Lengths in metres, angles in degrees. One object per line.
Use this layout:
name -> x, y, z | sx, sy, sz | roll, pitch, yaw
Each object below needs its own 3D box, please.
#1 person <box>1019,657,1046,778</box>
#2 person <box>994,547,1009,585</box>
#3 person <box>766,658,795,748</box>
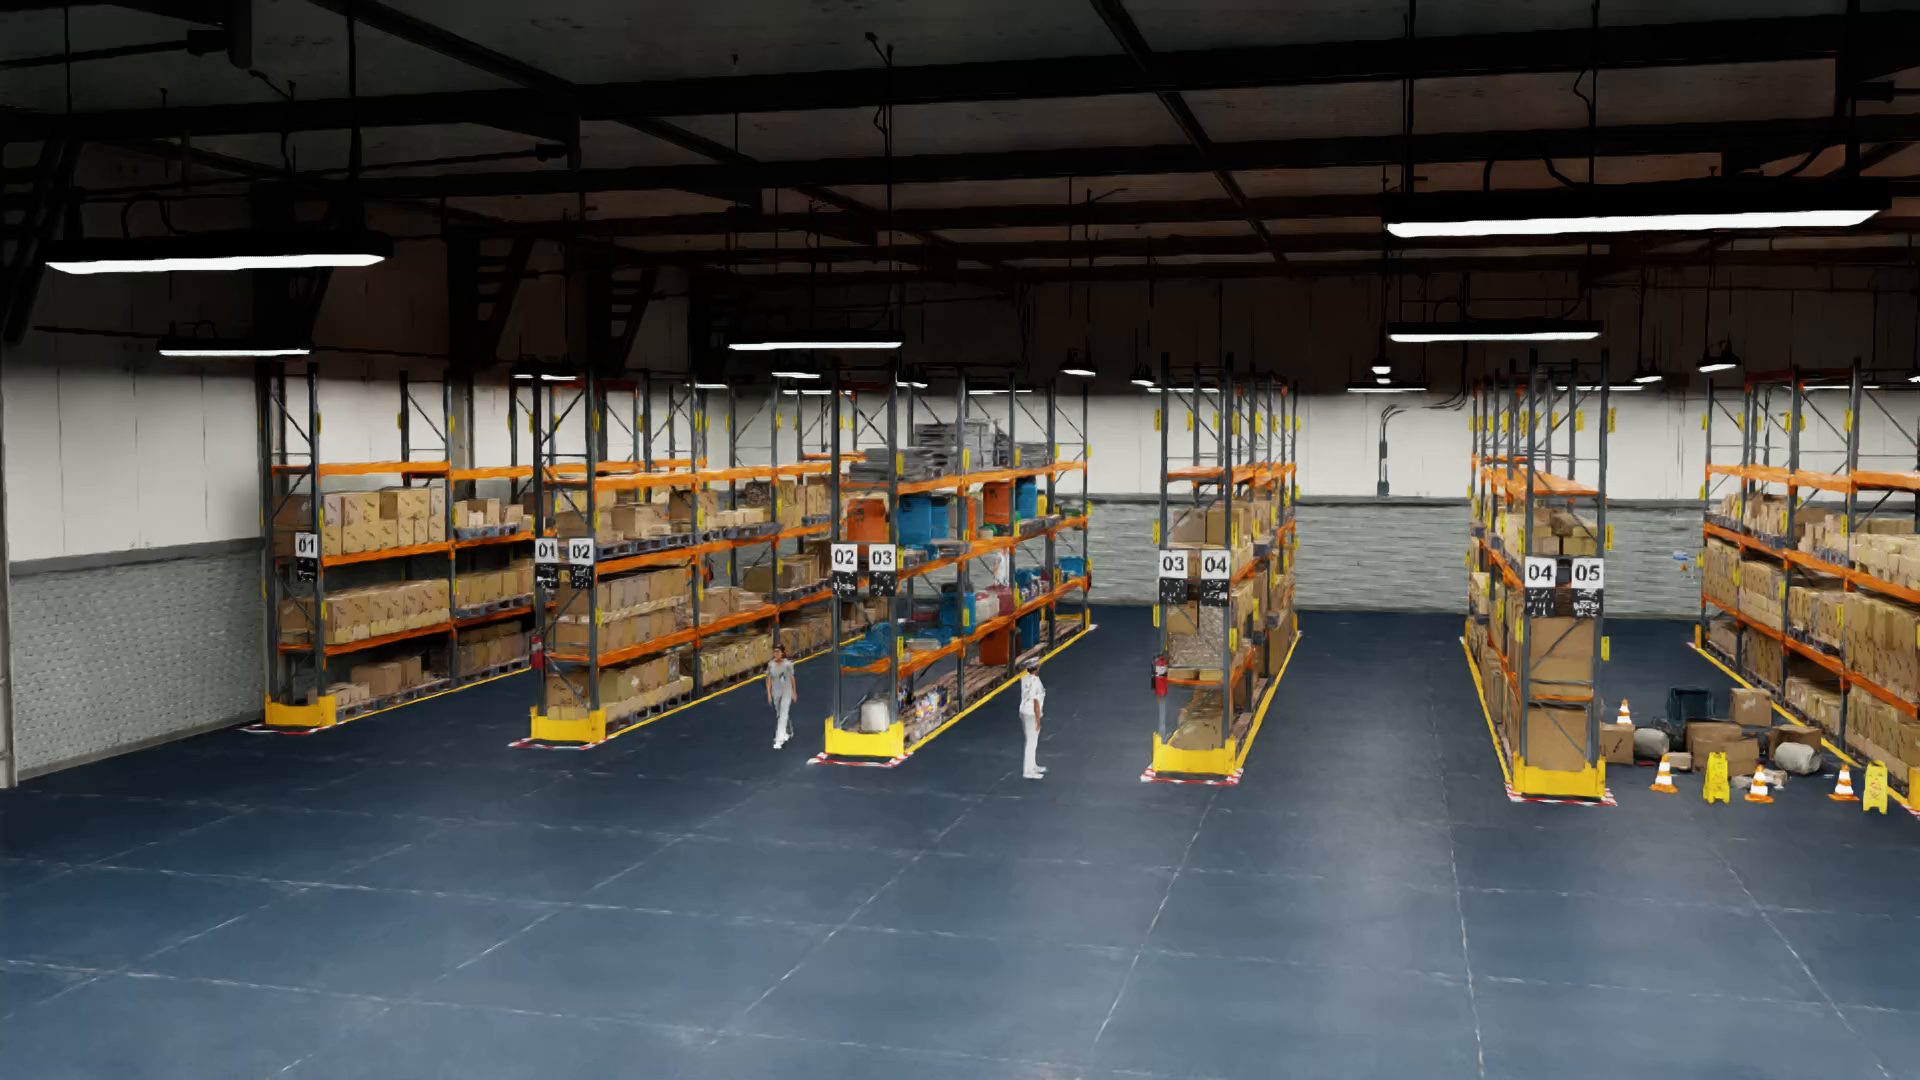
person -> 1.051, 2.497, 23.577 | 0.416, 1.679, 0.507 | -1, 4, -16
person -> 1.066, 0.973, 44.809 | 0.697, 1.734, 0.450 | -4, 5, -41
person -> -2.799, 2.496, 25.755 | 0.443, 1.346, 1.095 | 1, 4, 18
